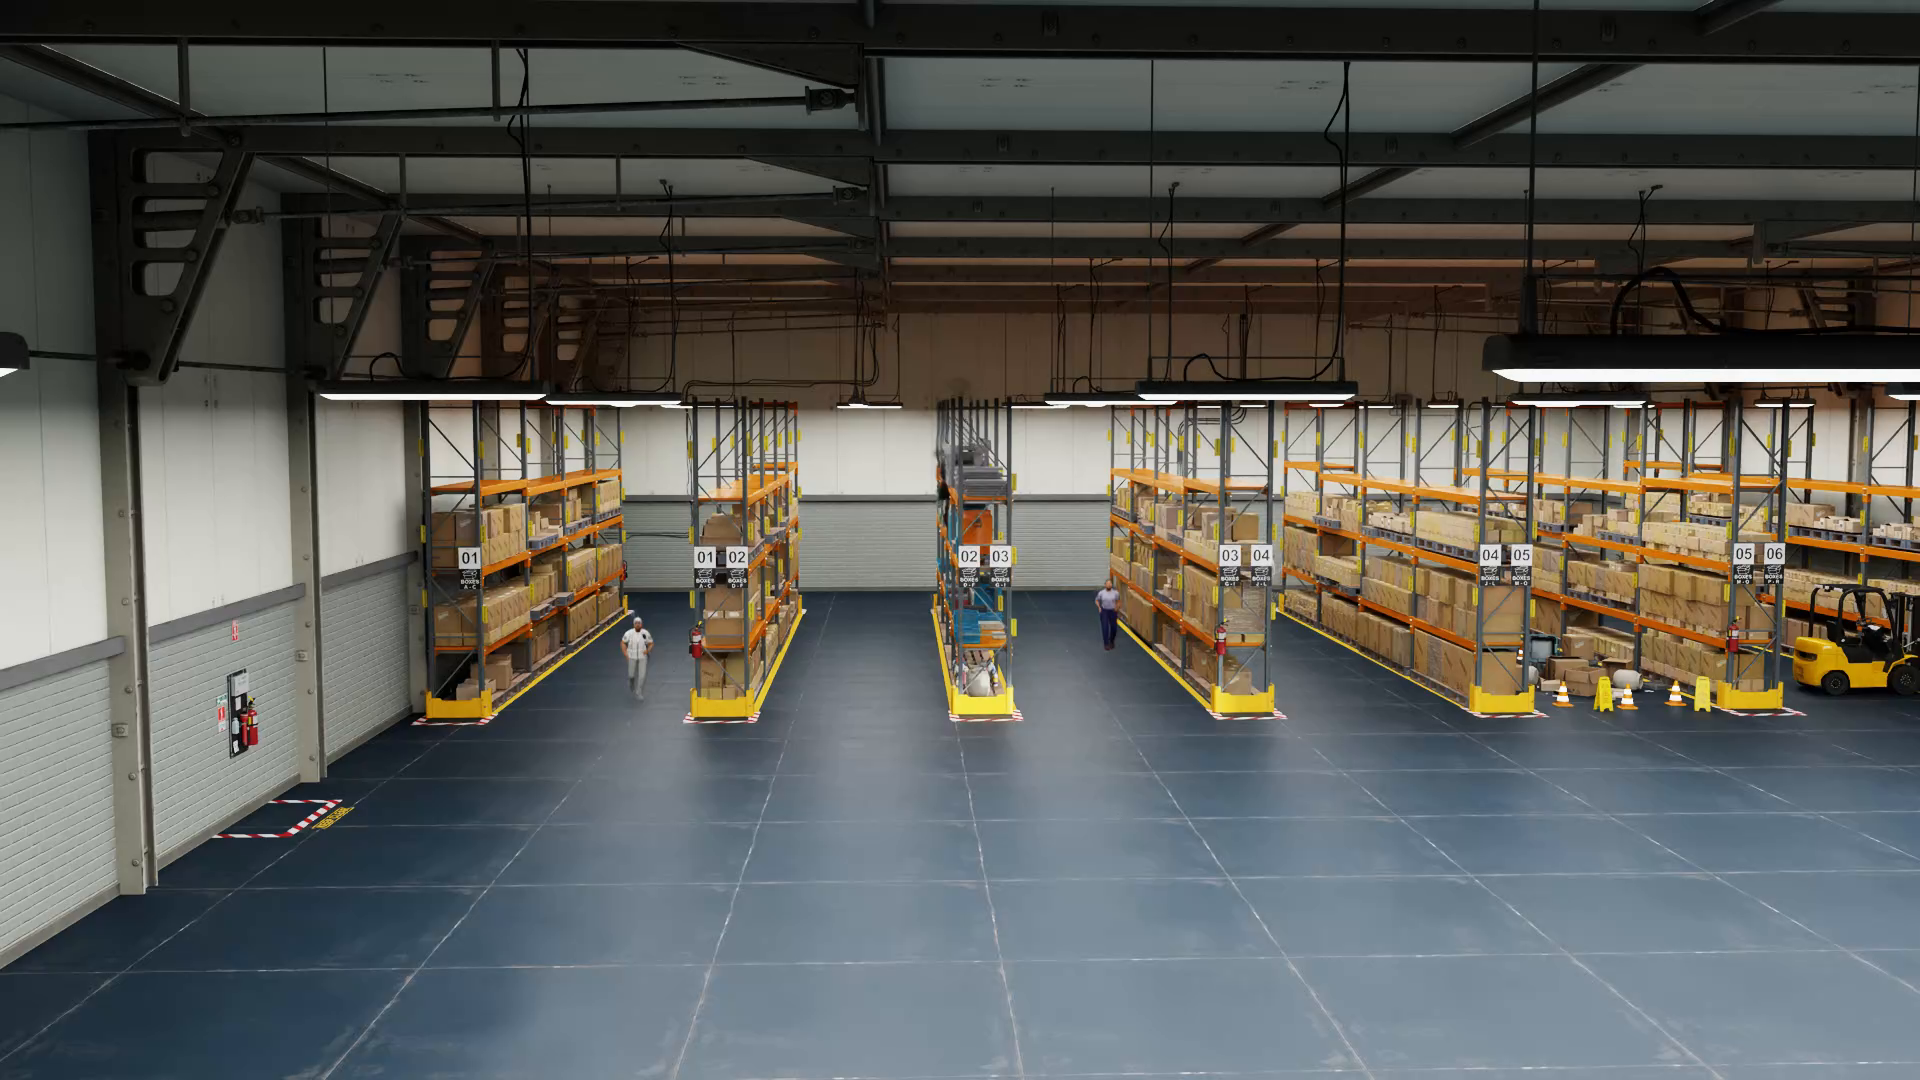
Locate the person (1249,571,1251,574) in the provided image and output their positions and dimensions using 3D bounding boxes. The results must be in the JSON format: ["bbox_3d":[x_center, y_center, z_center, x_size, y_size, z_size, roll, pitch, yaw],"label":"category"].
[{"bbox_3d":[8.633,1.179,48.613,0.700,1.621,0.538,-2,5,-28],"label":"person"}]

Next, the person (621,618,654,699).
[{"bbox_3d":[-6.418,2.359,33.127,0.657,1.628,0.531,-1,4,-11],"label":"person"}]

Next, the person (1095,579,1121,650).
[{"bbox_3d":[3.388,1.705,37.989,0.608,1.621,0.550,0,4,1],"label":"person"}]
